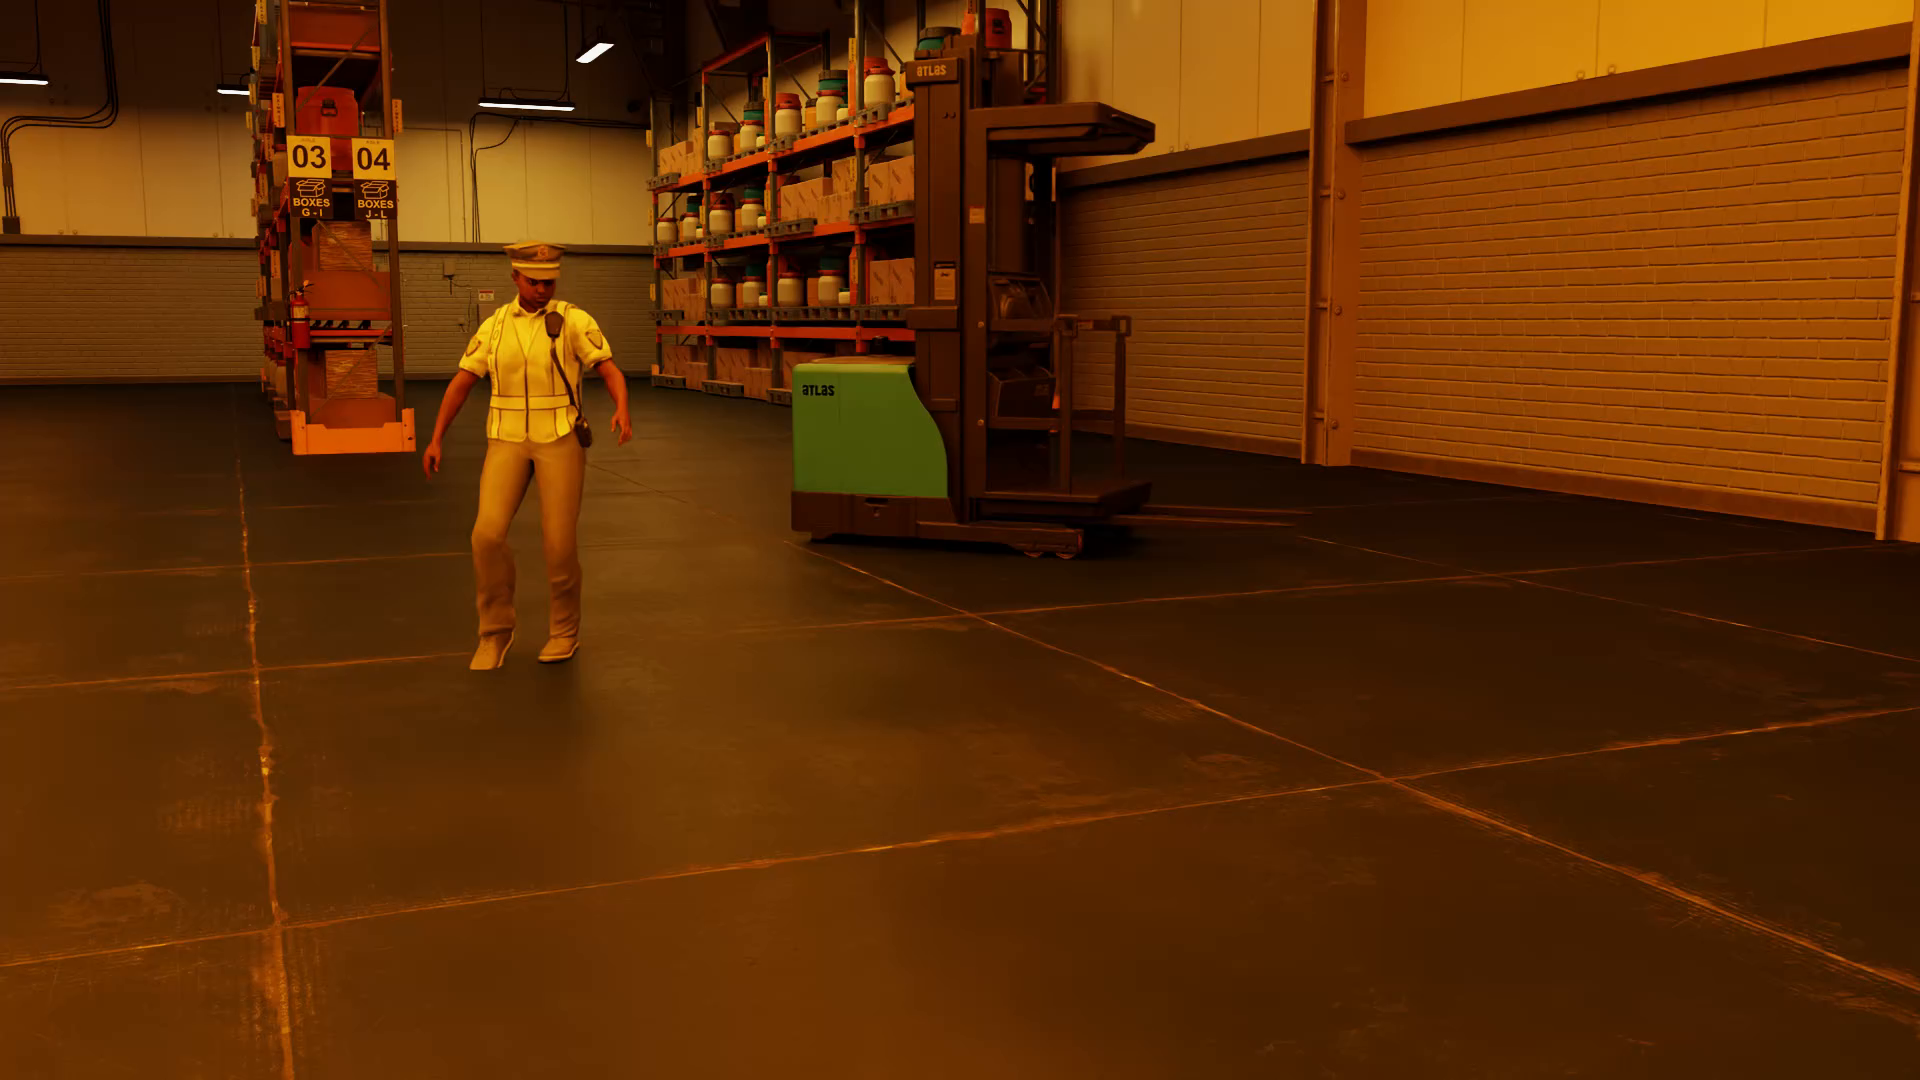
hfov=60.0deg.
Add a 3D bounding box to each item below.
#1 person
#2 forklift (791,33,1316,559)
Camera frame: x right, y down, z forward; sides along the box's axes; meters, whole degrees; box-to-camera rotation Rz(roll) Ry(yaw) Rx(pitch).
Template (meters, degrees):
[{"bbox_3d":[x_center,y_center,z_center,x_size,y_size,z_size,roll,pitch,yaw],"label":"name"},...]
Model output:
[{"bbox_3d":[-1.655,-0.311,6.469,0.857,1.691,0.469,0,8,3],"label":"person"},{"bbox_3d":[0.543,-1.426,9.756,3.031,2.935,1.130,3,8,23],"label":"forklift"}]
